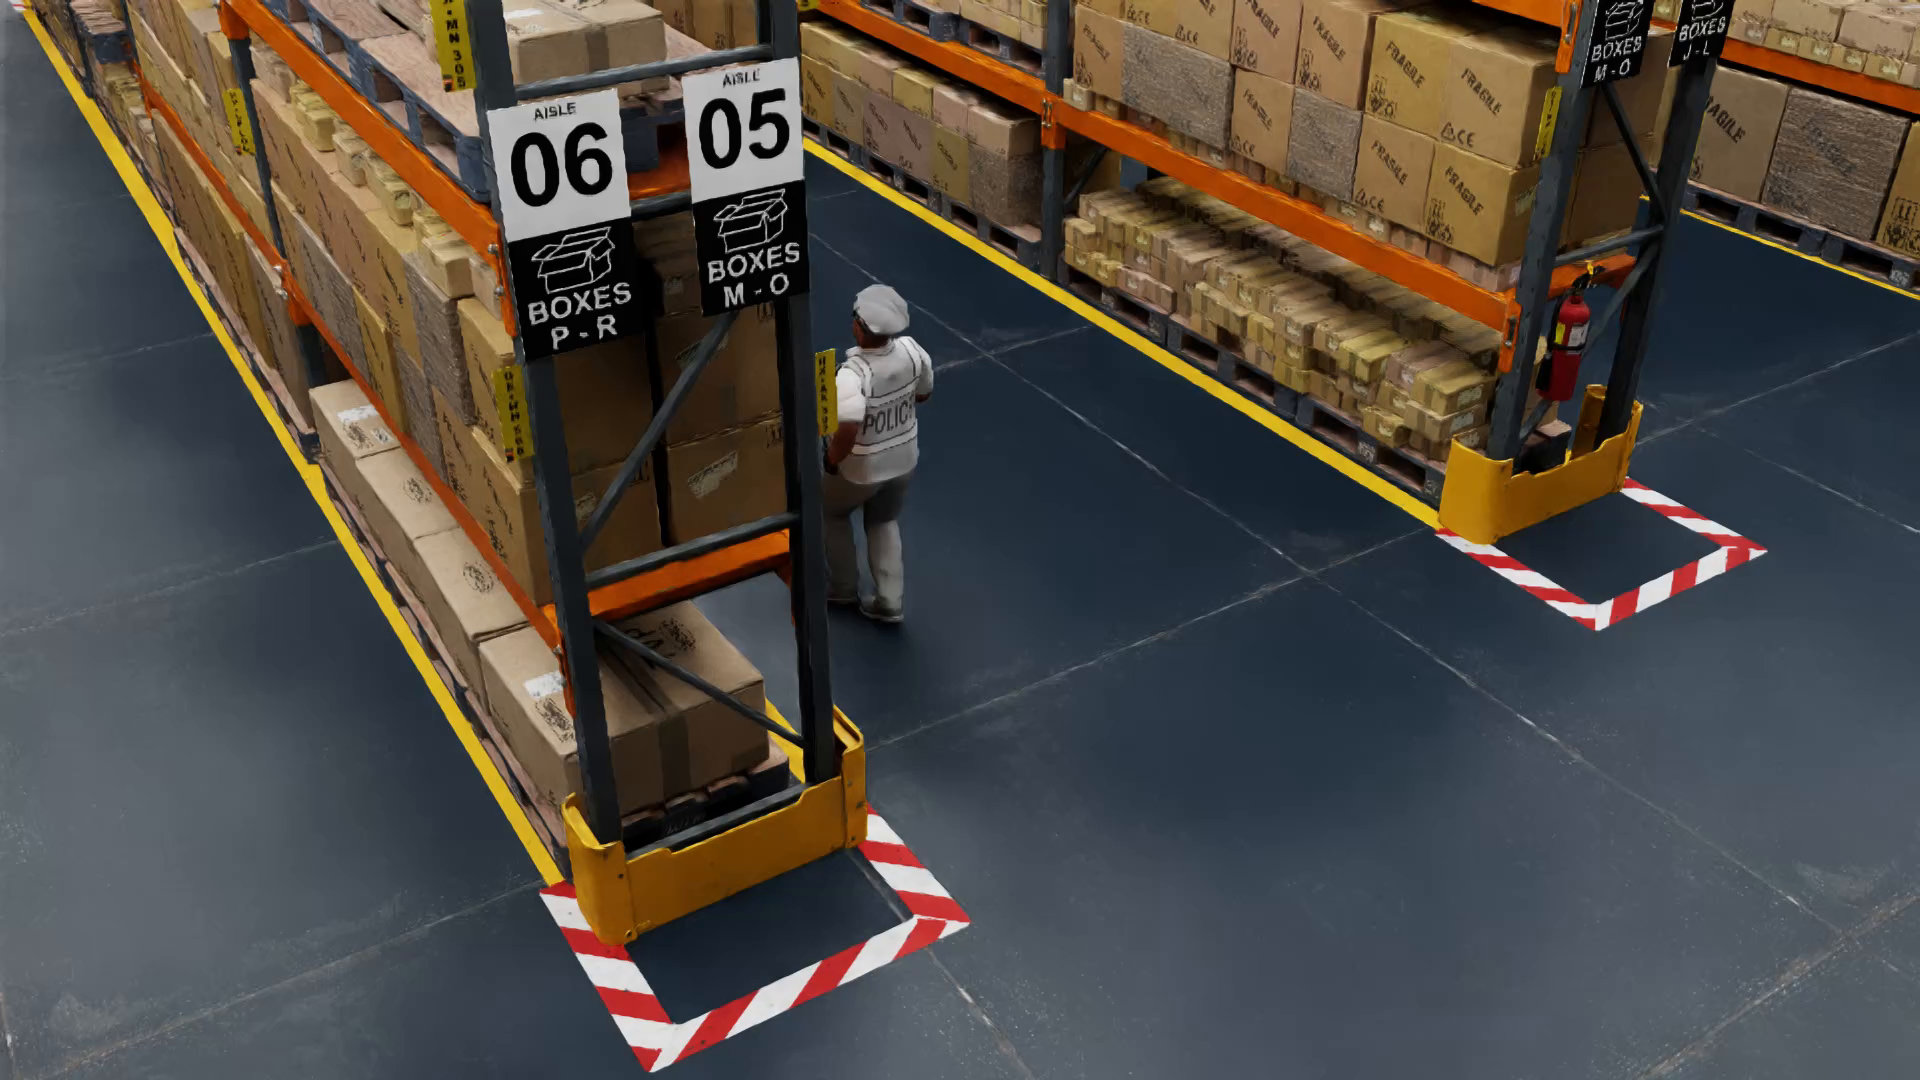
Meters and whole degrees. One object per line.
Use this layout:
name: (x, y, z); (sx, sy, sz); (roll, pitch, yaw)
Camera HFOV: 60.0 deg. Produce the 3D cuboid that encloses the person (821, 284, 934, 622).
person: (-0.430, -0.388, 7.763); (0.640, 1.794, 0.679); (-18, 37, -26)
